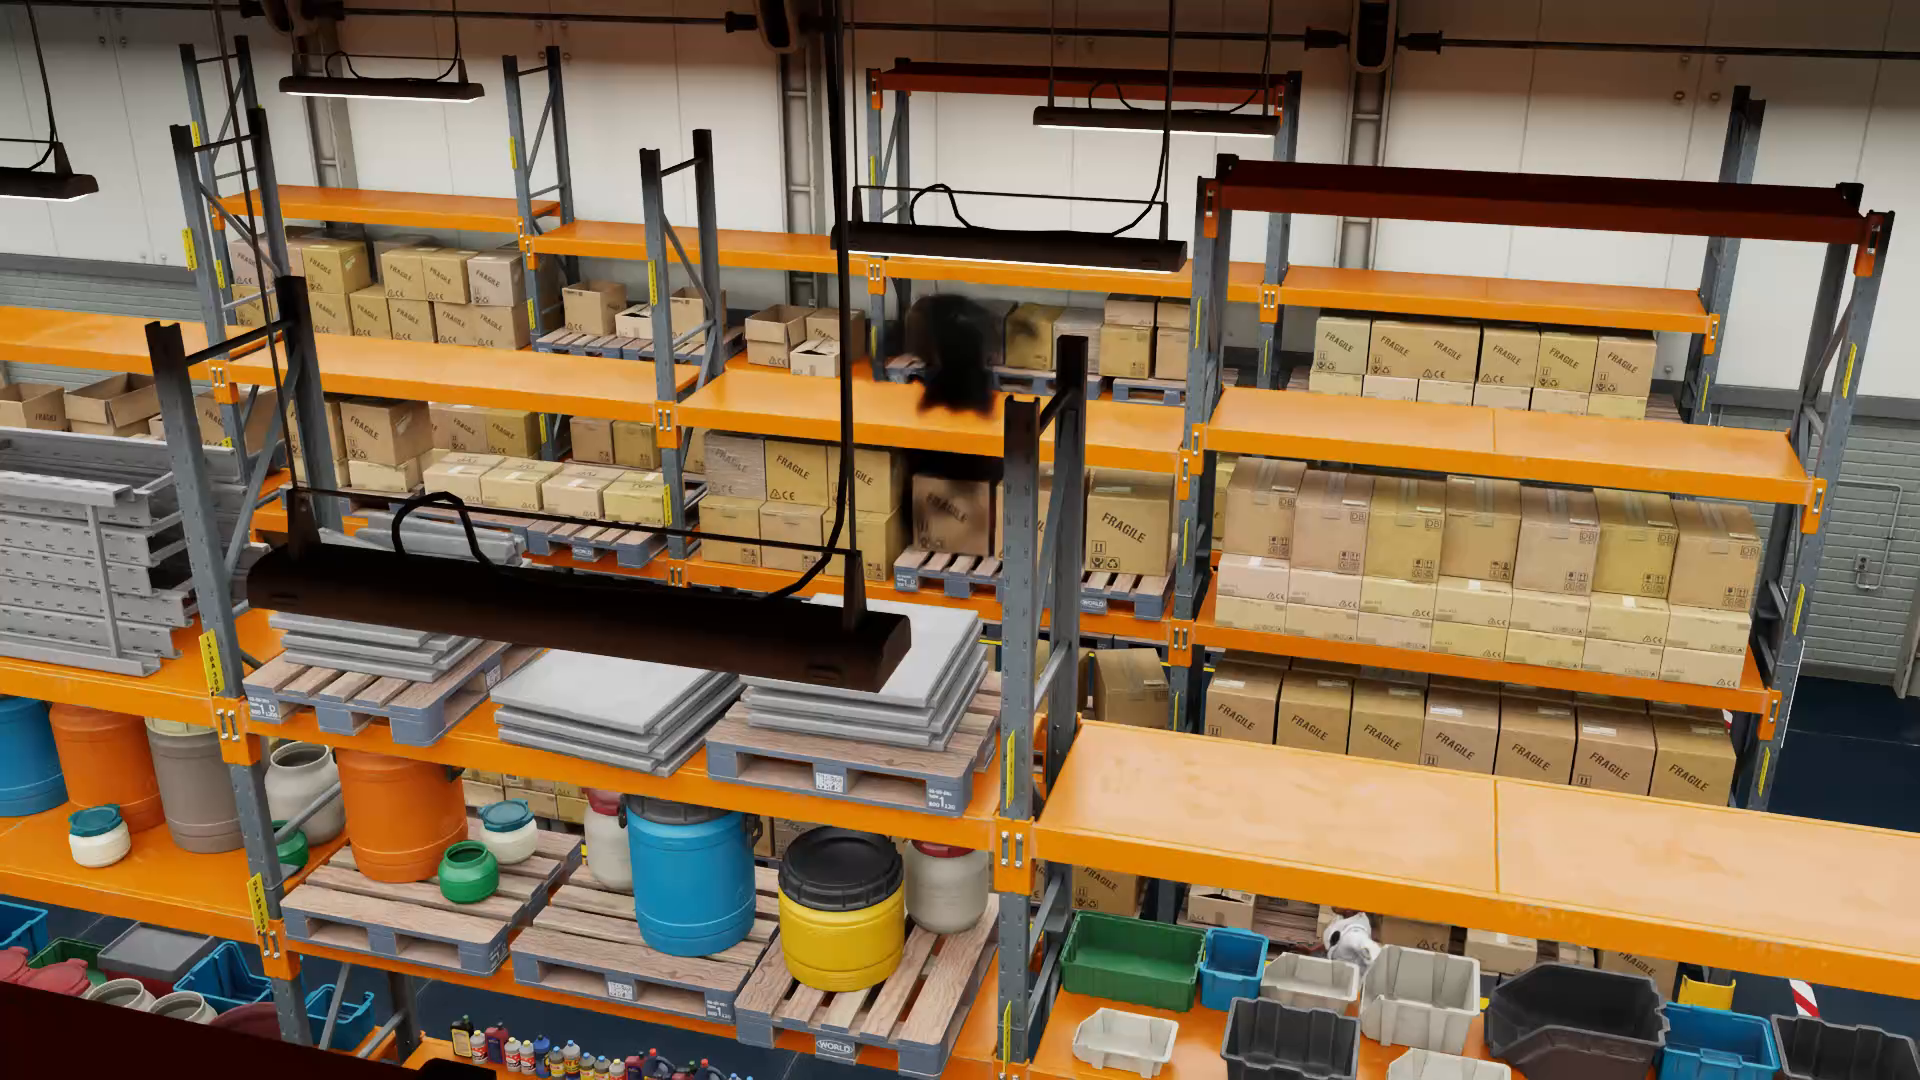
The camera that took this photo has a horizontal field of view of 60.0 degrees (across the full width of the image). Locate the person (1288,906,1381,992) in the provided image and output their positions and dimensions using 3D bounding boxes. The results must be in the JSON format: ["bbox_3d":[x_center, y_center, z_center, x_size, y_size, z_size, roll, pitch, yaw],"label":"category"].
[{"bbox_3d":[2.607,3.021,11.232,0.809,1.649,0.544,6,23,14],"label":"person"}]
